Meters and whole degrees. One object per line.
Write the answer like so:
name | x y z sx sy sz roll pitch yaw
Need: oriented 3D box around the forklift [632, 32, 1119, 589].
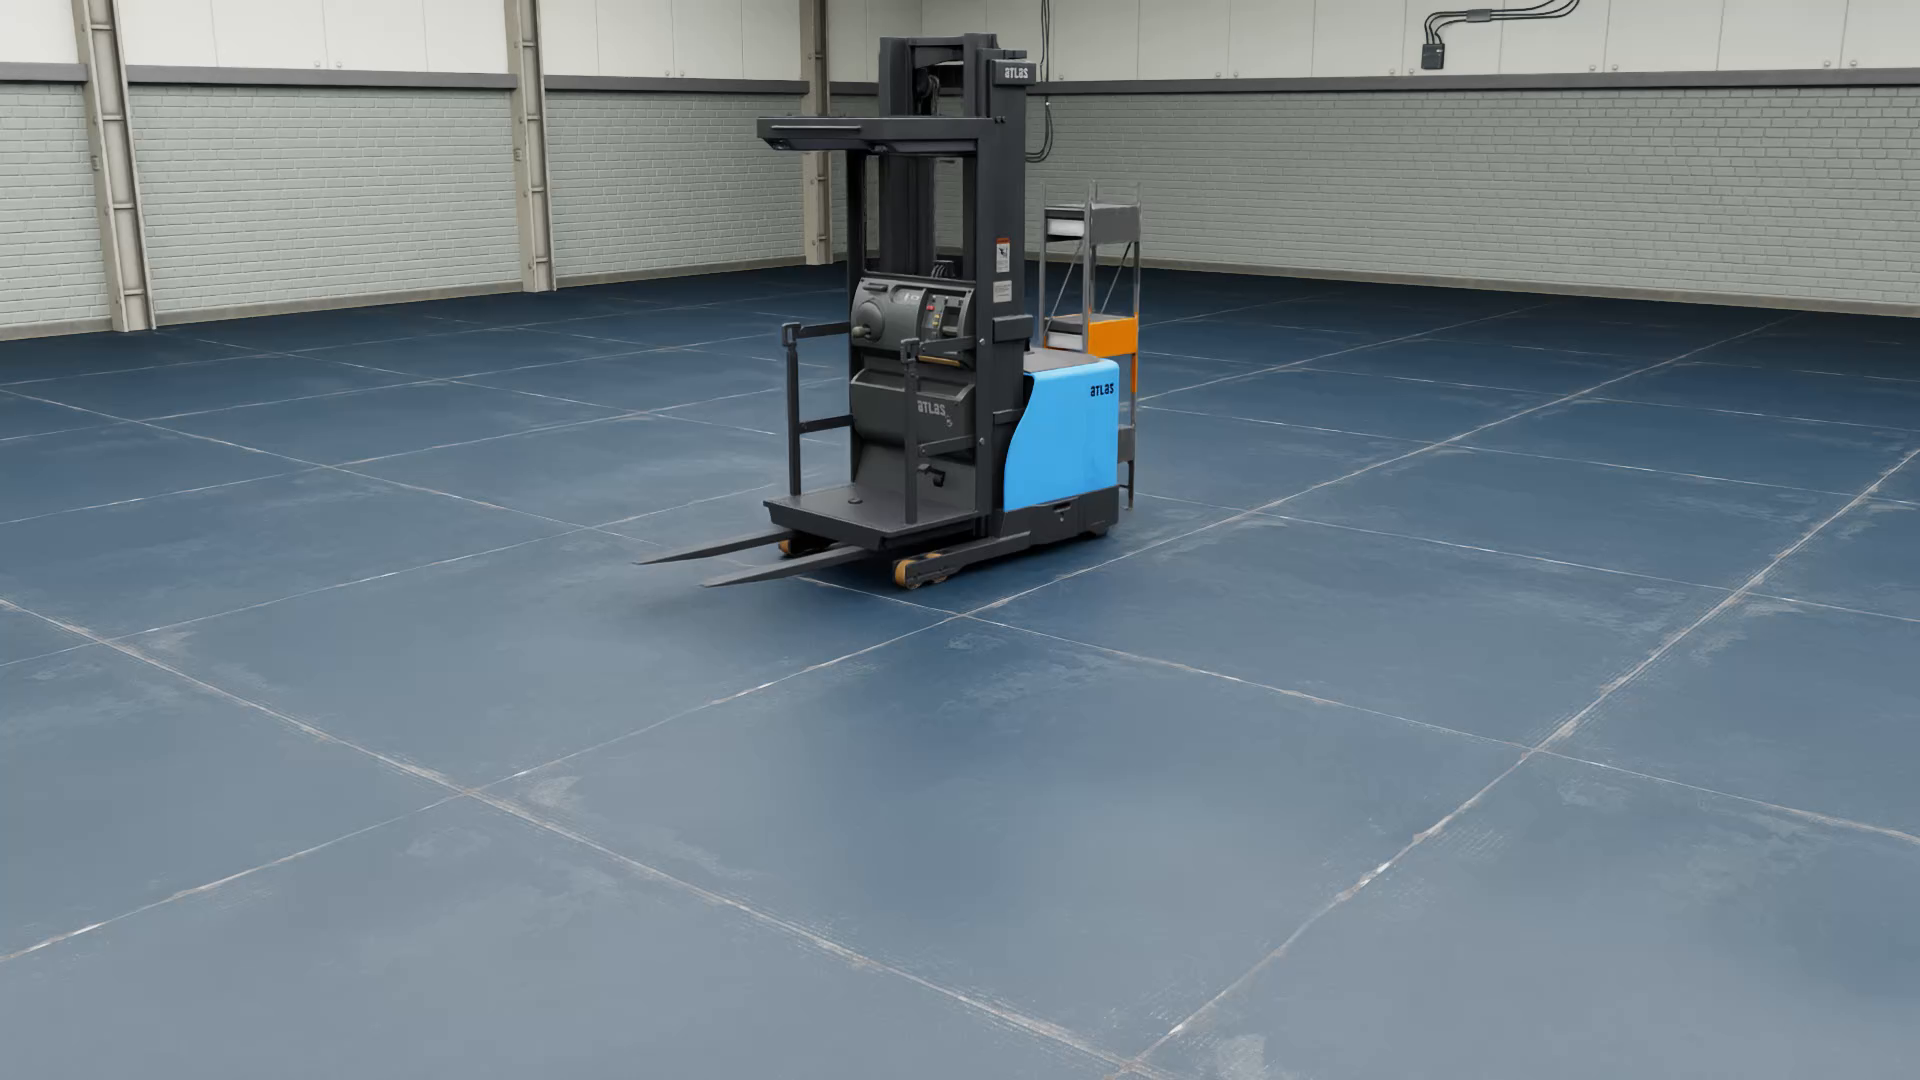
forklift | -0.423 -1.294 9.263 3.031 2.935 1.130 -14 20 -43

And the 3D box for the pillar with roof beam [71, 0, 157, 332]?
pillar with roof beam | -6.671 -6.251 16.453 9.100 9.000 0.400 11 18 38

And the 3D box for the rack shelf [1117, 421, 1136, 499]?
rack shelf | 0.818 -0.513 10.778 0.480 0.518 0.431 -14 20 -43

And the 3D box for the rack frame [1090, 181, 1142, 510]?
rack frame | 0.991 -1.247 10.769 0.015 2.100 0.400 -14 20 -43

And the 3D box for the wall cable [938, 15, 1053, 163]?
wall cable | 0.403 -8.070 29.919 3.097 2.526 0.112 11 18 38

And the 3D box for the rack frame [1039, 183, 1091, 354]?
rack frame | 0.644 -1.163 10.436 0.015 2.100 0.400 -14 20 -43

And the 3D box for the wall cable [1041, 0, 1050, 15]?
wall cable | 2.507 -10.099 27.649 3.097 2.526 0.112 11 18 38

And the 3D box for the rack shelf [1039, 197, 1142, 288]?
rack shelf | 0.818 -1.870 10.433 0.480 0.518 0.431 -14 20 -43

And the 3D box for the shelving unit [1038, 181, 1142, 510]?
shelving unit | 0.818 -1.205 10.602 0.503 2.100 0.431 -14 20 -43

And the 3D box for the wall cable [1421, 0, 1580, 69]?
wall cable | 7.777 -9.751 23.323 2.305 6.003 0.169 11 18 38

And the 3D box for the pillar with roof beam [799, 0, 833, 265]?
pillar with roof beam | 0.871 -8.549 25.499 9.100 9.000 0.400 11 18 38

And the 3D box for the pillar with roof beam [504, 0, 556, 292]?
pillar with roof beam | -2.900 -7.400 20.976 9.100 9.000 0.400 11 18 38

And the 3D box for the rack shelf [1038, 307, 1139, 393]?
rack shelf | 0.818 -1.192 10.606 0.480 0.518 0.431 -14 20 -43
